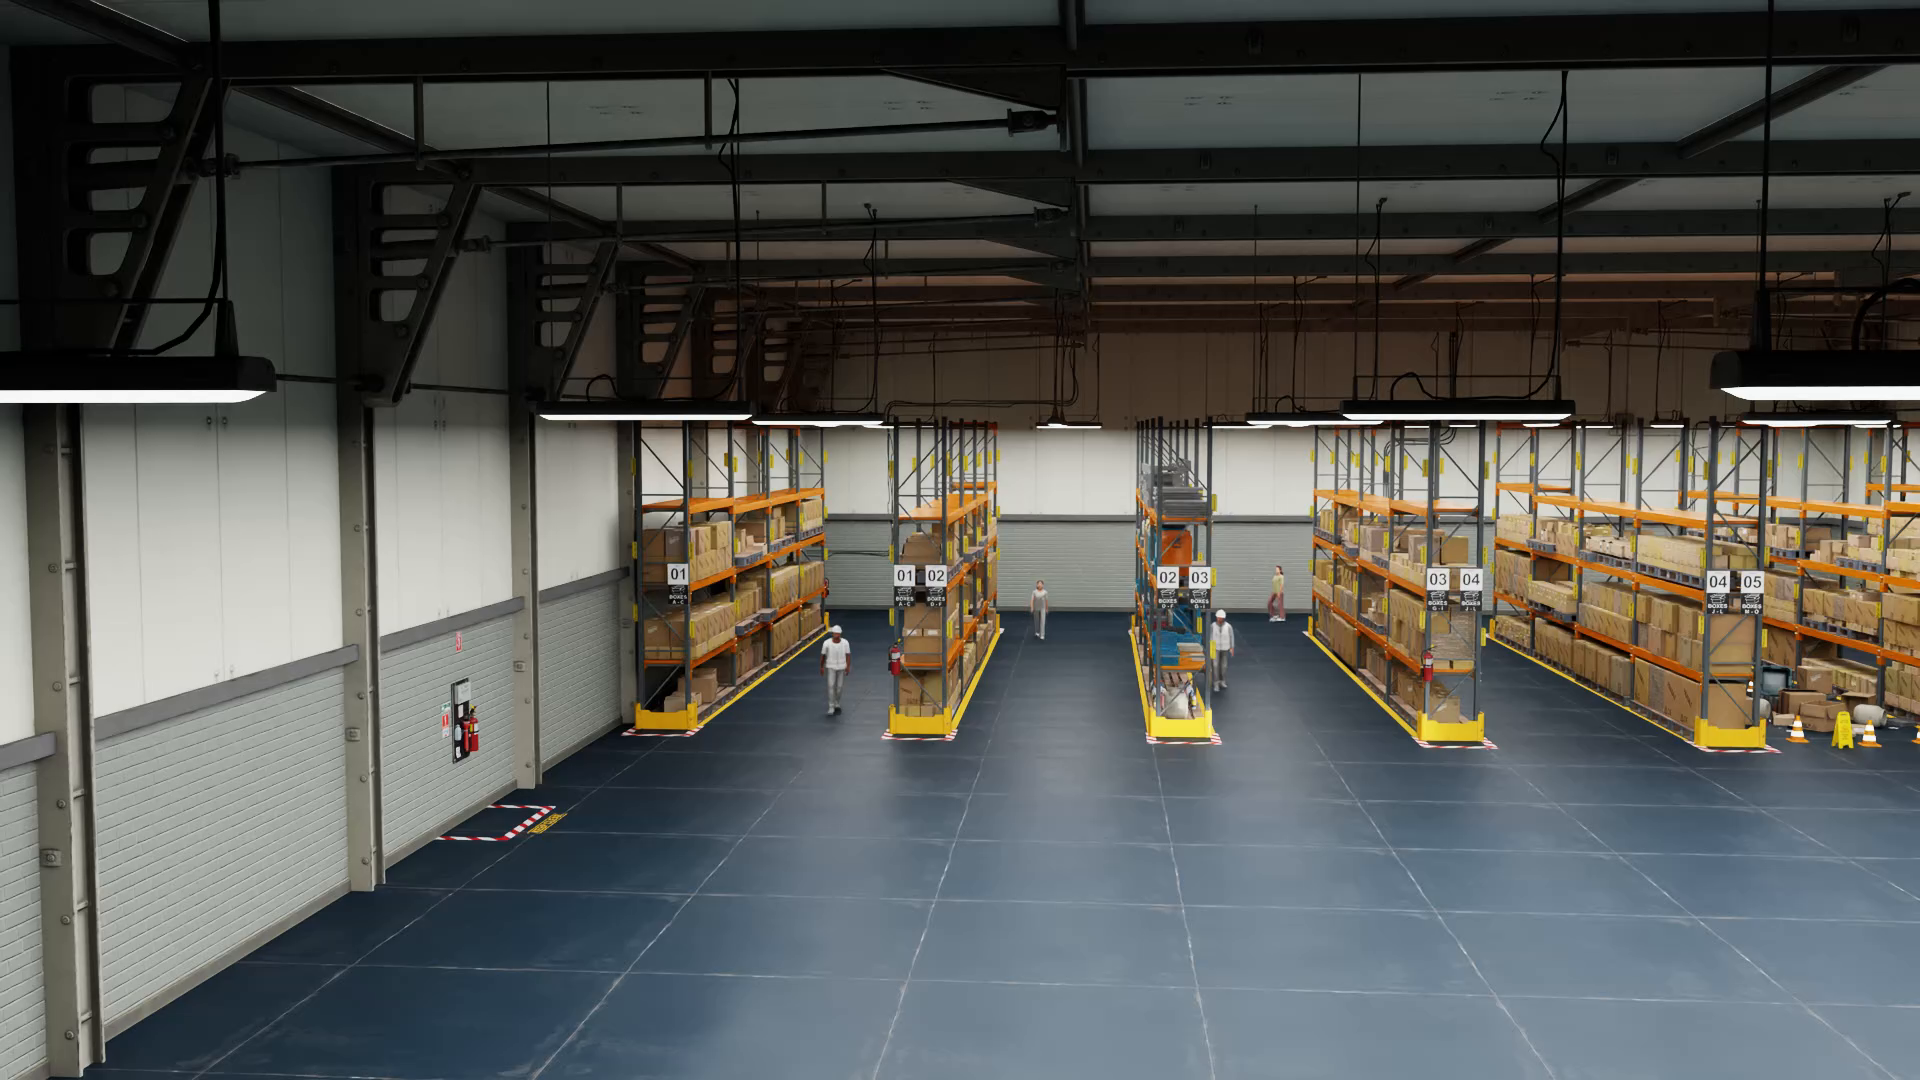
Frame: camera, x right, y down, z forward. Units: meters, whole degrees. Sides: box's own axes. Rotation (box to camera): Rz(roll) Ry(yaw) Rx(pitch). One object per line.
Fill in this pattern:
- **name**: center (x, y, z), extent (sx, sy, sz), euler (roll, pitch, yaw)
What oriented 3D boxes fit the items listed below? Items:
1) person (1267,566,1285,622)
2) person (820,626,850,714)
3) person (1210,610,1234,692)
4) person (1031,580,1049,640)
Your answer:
- **person**: center (9.541, 1.636, 50.004), extent (0.522, 1.717, 0.490), euler (-2, 4, -27)
- **person**: center (-2.525, 2.625, 33.984), extent (0.588, 1.748, 0.862), euler (-1, 4, -18)
- **person**: center (5.789, 2.440, 36.903), extent (0.582, 1.798, 0.656), euler (0, 4, 5)
- **person**: center (2.195, 1.912, 45.862), extent (0.500, 1.611, 1.082), euler (0, 4, 1)
